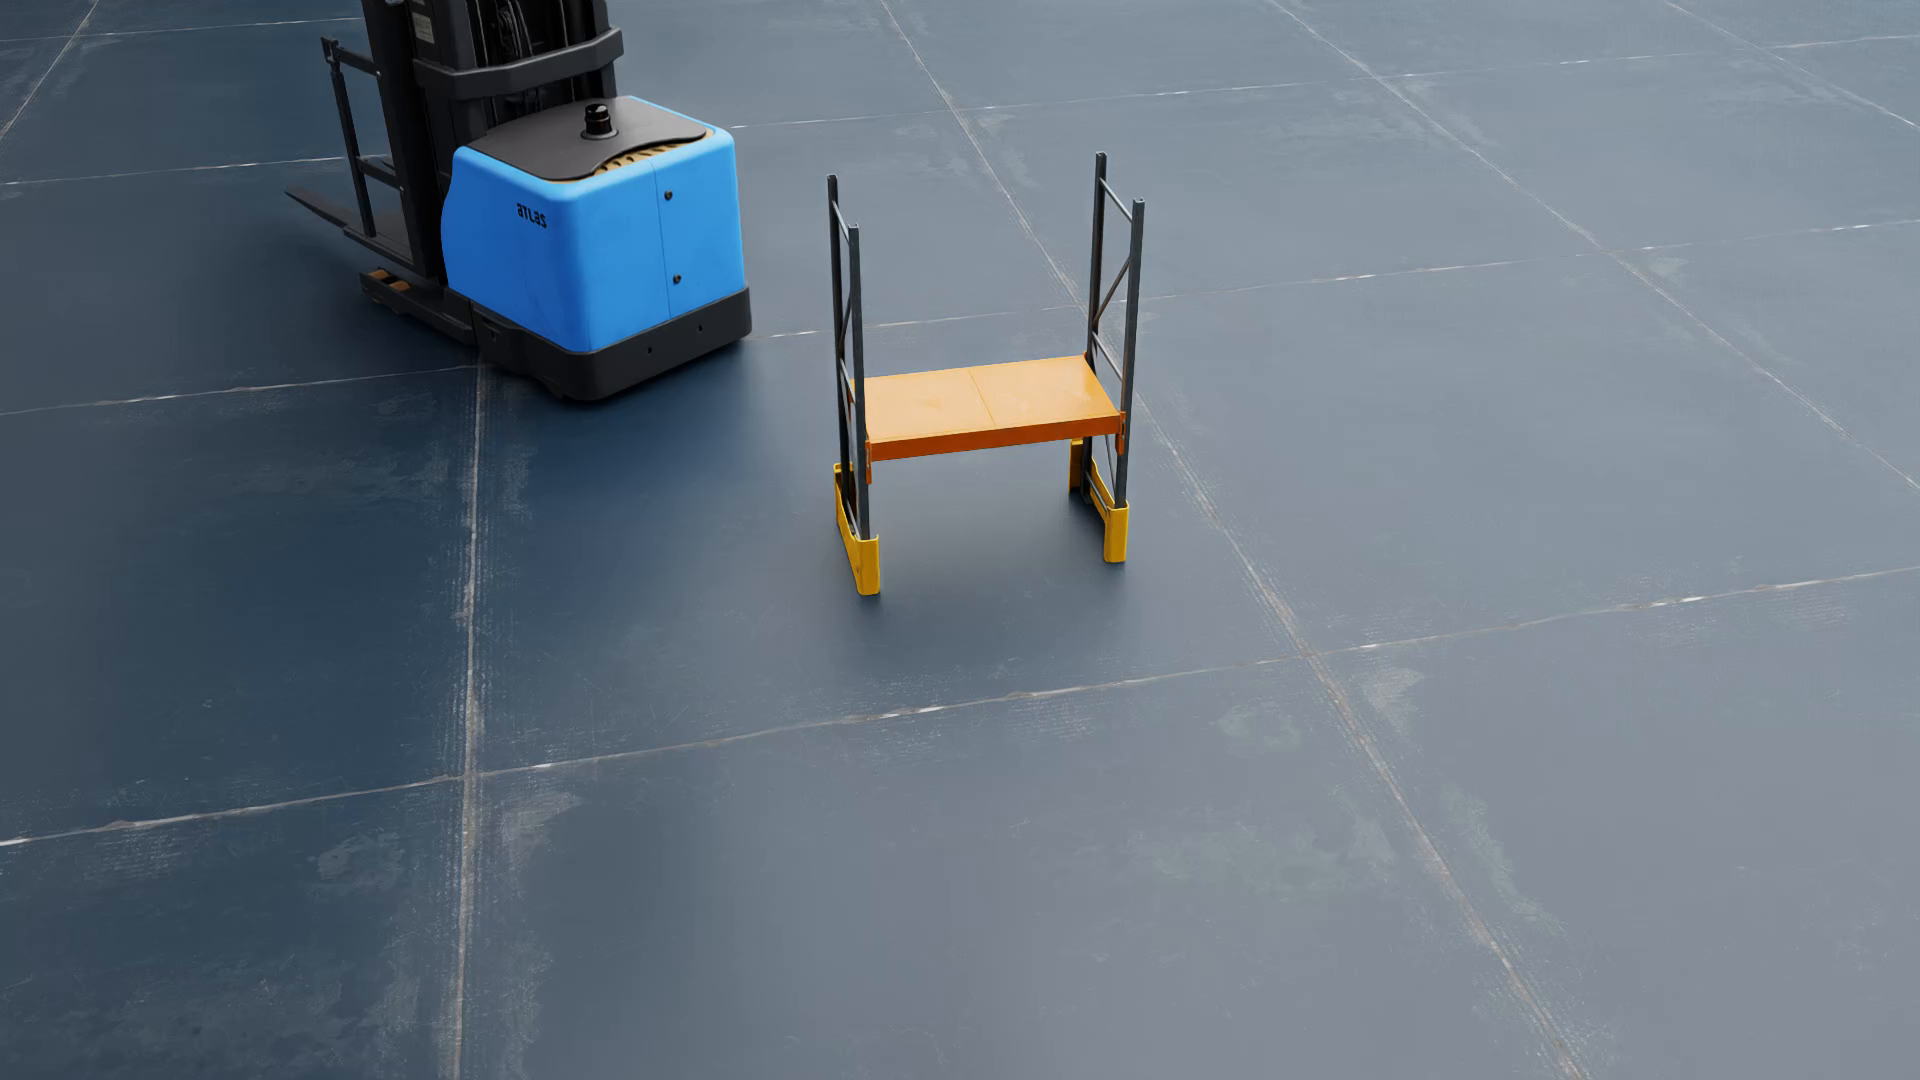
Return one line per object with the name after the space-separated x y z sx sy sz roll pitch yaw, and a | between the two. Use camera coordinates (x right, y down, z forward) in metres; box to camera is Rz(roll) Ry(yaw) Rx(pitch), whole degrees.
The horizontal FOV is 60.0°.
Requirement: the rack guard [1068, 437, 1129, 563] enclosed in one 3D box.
0.560 -0.174 6.786 0.087 0.250 0.587 -7 35 -11 | rack guard

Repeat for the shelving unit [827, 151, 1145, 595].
0.074 -0.632 6.346 1.083 1.500 0.587 -7 35 -11 | shelving unit

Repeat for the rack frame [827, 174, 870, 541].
-0.413 -0.571 6.255 0.032 1.500 0.500 -7 35 -11 | rack frame

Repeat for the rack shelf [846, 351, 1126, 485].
0.083 -0.484 6.448 1.000 0.185 0.538 -7 35 -11 | rack shelf

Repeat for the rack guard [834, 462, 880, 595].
-0.411 -0.052 6.603 0.087 0.250 0.587 -7 35 -11 | rack guard

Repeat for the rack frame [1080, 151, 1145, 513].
0.579 -0.696 6.441 0.032 1.500 0.500 -7 35 -11 | rack frame

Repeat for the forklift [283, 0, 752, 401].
-2.441 -2.554 7.925 3.031 2.935 1.130 27 43 35 | forklift
